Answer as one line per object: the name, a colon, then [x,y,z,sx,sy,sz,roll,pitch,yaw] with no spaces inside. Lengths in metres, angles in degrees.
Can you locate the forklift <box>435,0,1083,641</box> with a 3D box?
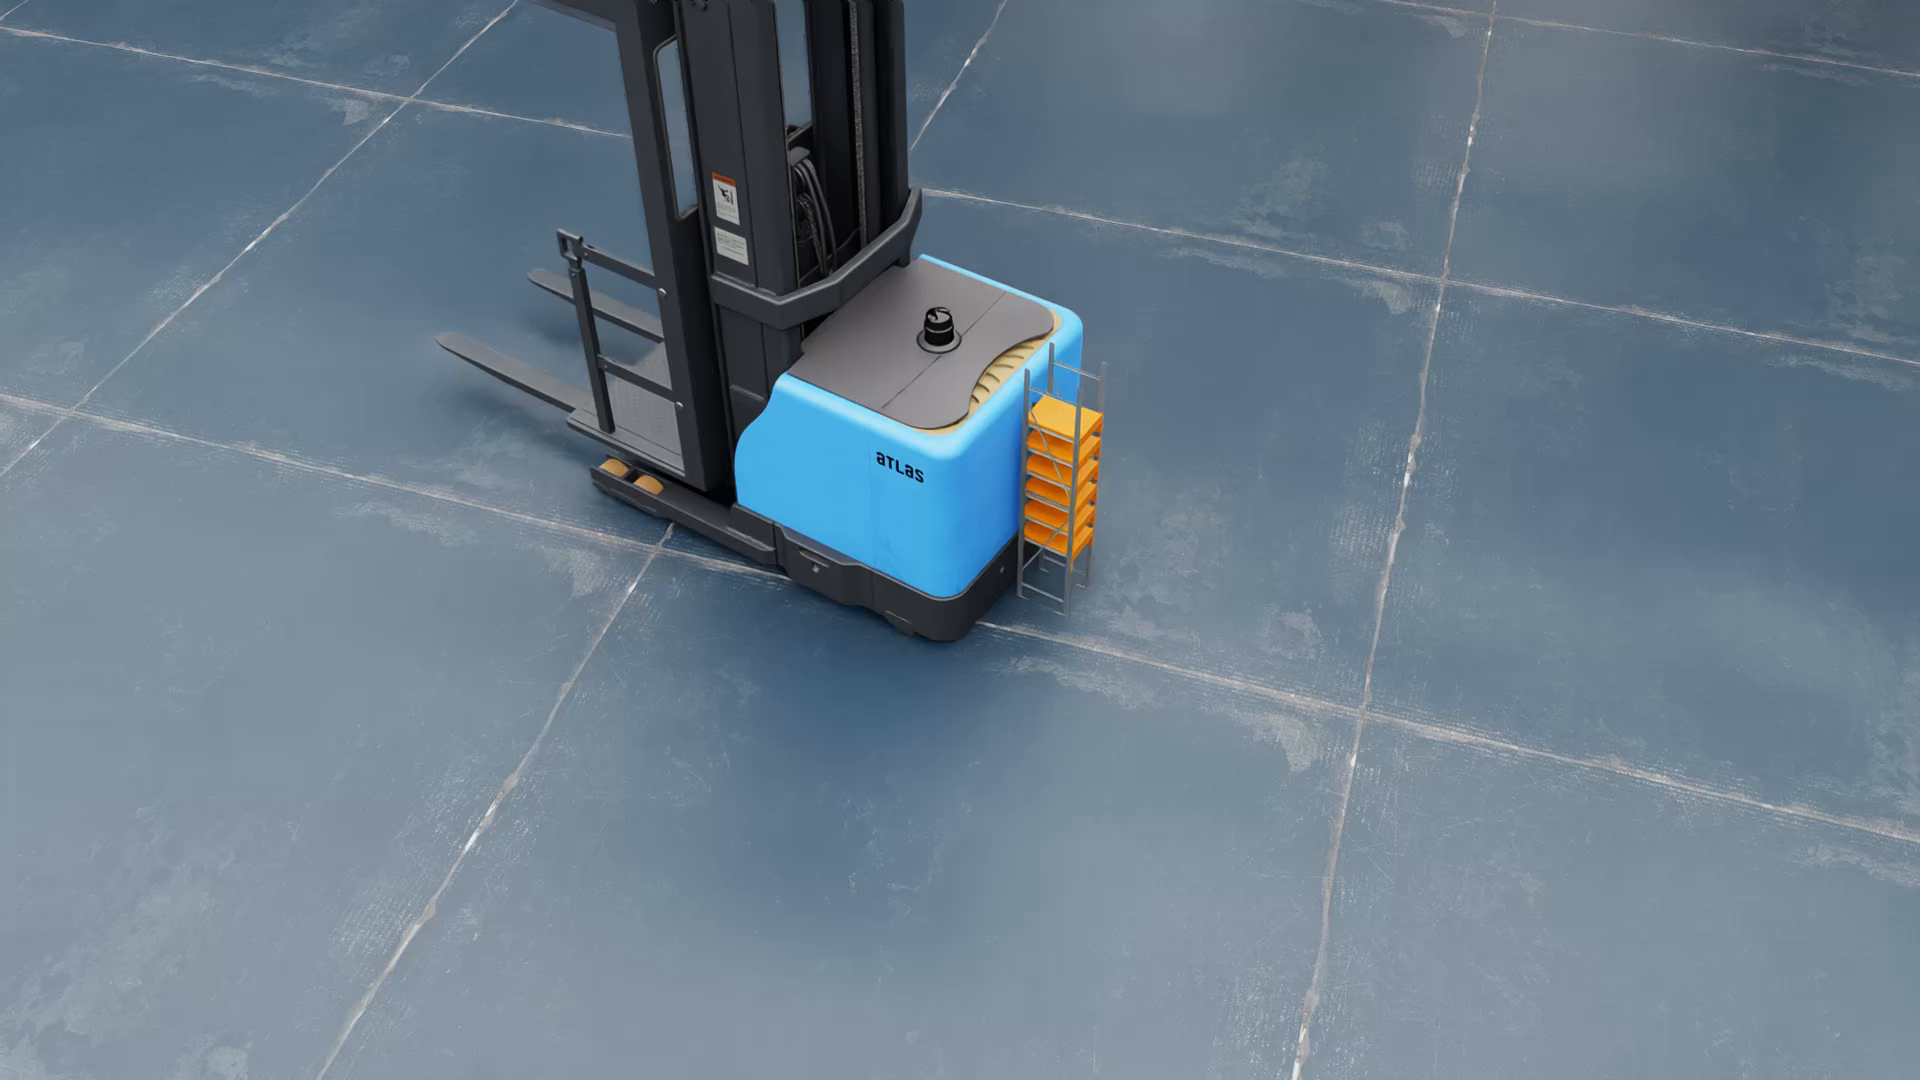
forklift: [-1.014,-1.449,6.534,3.031,2.935,1.130,25,49,23]

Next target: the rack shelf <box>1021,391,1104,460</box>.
rack shelf: [0.387,-0.435,6.284,0.258,0.103,0.180,23,49,22]

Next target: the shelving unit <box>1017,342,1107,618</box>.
shelving unit: [0.387,-0.209,6.505,0.258,1.200,0.189,23,49,22]

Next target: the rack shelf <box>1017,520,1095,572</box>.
rack shelf: [0.387,-0.006,6.704,0.258,0.103,0.180,23,49,22]

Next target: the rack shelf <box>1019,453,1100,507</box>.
rack shelf: [0.387,-0.263,6.452,0.258,0.103,0.180,23,49,22]

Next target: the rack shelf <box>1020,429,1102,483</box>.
rack shelf: [0.387,-0.349,6.368,0.258,0.103,0.180,23,49,22]

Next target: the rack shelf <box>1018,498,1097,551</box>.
rack shelf: [0.387,-0.092,6.620,0.258,0.103,0.180,23,49,22]

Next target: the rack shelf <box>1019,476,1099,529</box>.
rack shelf: [0.387,-0.177,6.536,0.258,0.103,0.180,23,49,22]

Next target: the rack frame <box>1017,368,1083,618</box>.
rack frame: [0.339,-0.155,6.449,0.240,1.200,0.006,23,49,22]

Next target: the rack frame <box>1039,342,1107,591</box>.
rack frame: [0.435,-0.264,6.560,0.240,1.200,0.006,23,49,22]
